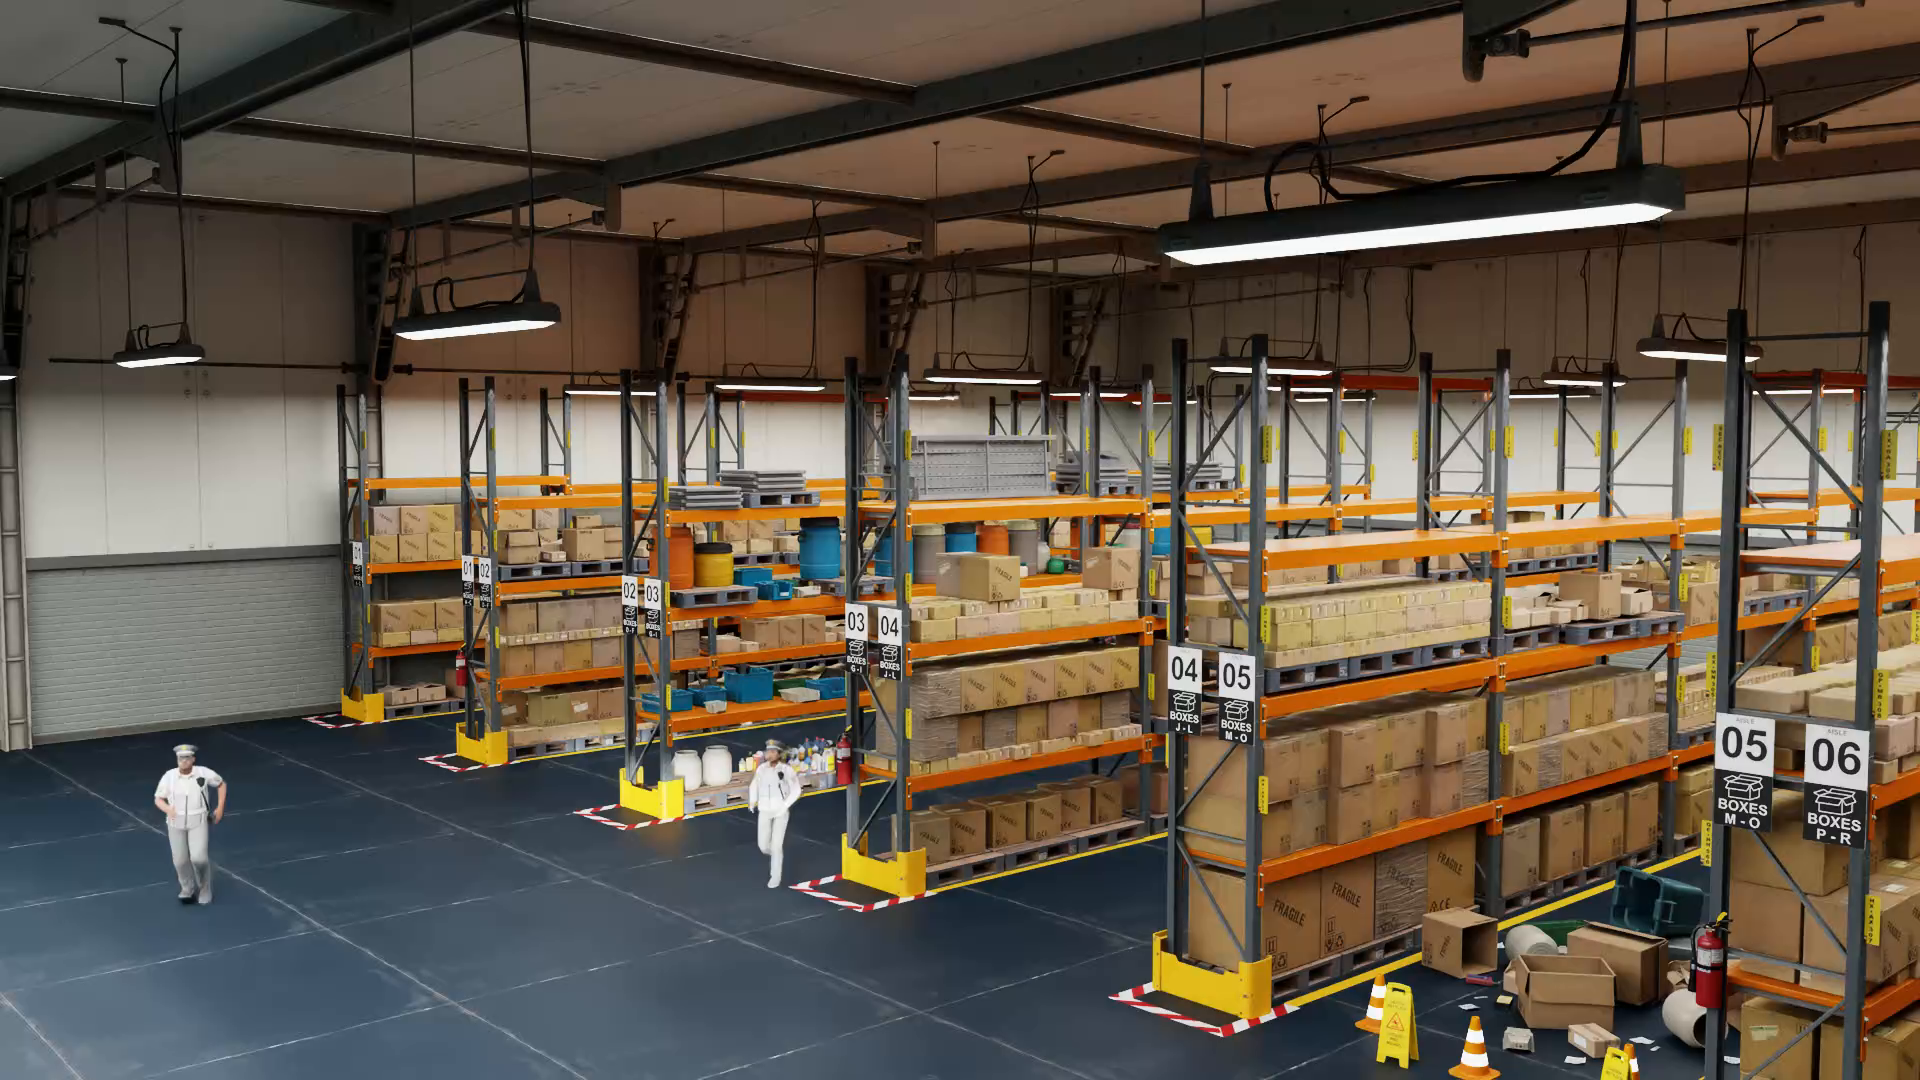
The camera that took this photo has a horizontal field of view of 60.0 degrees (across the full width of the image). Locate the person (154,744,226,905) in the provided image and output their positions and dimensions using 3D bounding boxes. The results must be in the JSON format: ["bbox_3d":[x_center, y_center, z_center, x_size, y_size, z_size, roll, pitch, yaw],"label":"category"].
[{"bbox_3d":[-8.377,3.114,18.090,0.693,1.808,0.702,-1,4,-18],"label":"person"}]

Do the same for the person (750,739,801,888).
[{"bbox_3d":[-2.123,3.101,19.032,0.632,1.671,0.517,1,4,14],"label":"person"}]
